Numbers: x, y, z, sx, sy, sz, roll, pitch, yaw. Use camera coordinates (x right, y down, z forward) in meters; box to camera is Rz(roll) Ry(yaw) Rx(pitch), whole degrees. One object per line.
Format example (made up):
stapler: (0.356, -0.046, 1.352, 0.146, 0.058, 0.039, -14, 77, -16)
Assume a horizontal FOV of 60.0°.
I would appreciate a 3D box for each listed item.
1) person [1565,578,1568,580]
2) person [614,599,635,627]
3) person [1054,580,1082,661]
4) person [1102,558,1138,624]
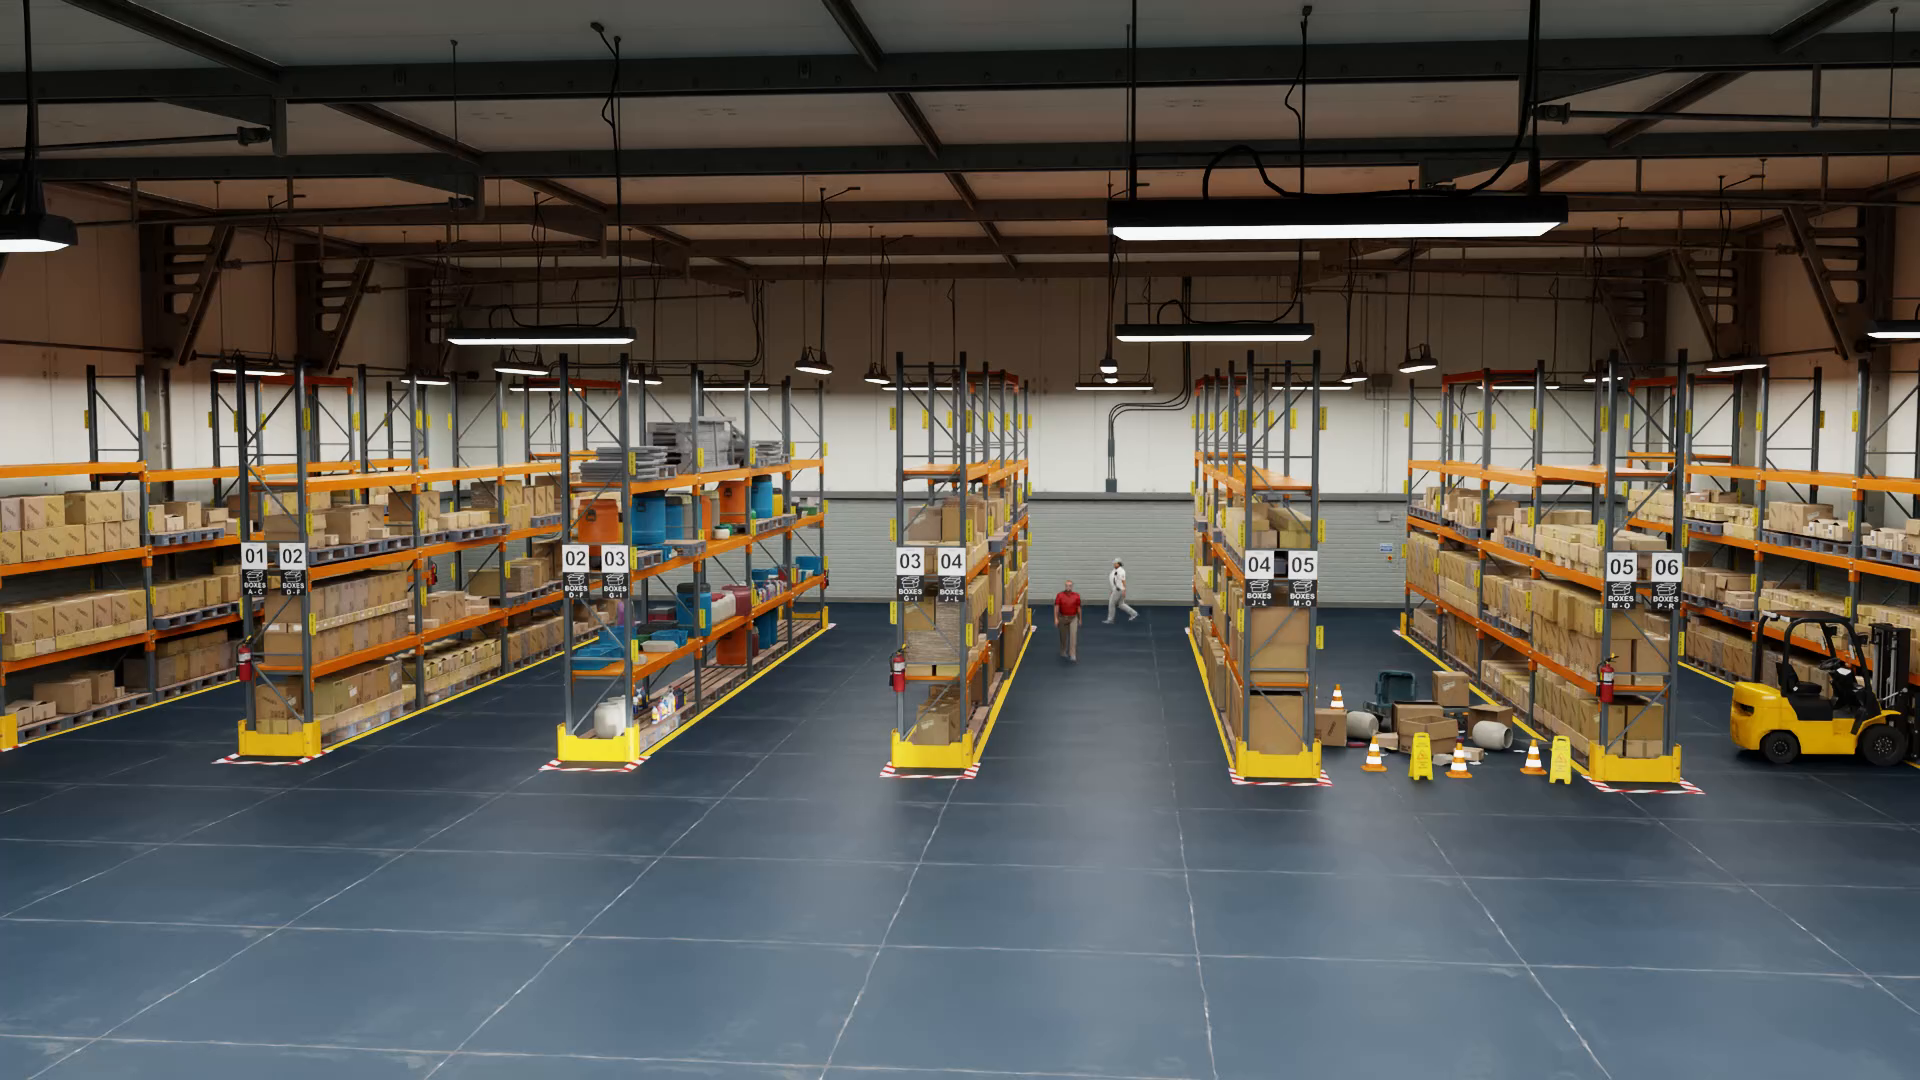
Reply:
person: (13.410, 1.562, 36.589, 0.523, 1.682, 0.429, -3, 5, -39)
person: (-6.842, 1.807, 33.964, 0.411, 1.526, 0.888, 0, 4, -3)
person: (2.268, 1.679, 34.885, 0.593, 1.664, 1.099, 0, 4, 2)
person: (3.975, 1.253, 41.188, 0.916, 1.623, 0.500, 0, 4, 0)
